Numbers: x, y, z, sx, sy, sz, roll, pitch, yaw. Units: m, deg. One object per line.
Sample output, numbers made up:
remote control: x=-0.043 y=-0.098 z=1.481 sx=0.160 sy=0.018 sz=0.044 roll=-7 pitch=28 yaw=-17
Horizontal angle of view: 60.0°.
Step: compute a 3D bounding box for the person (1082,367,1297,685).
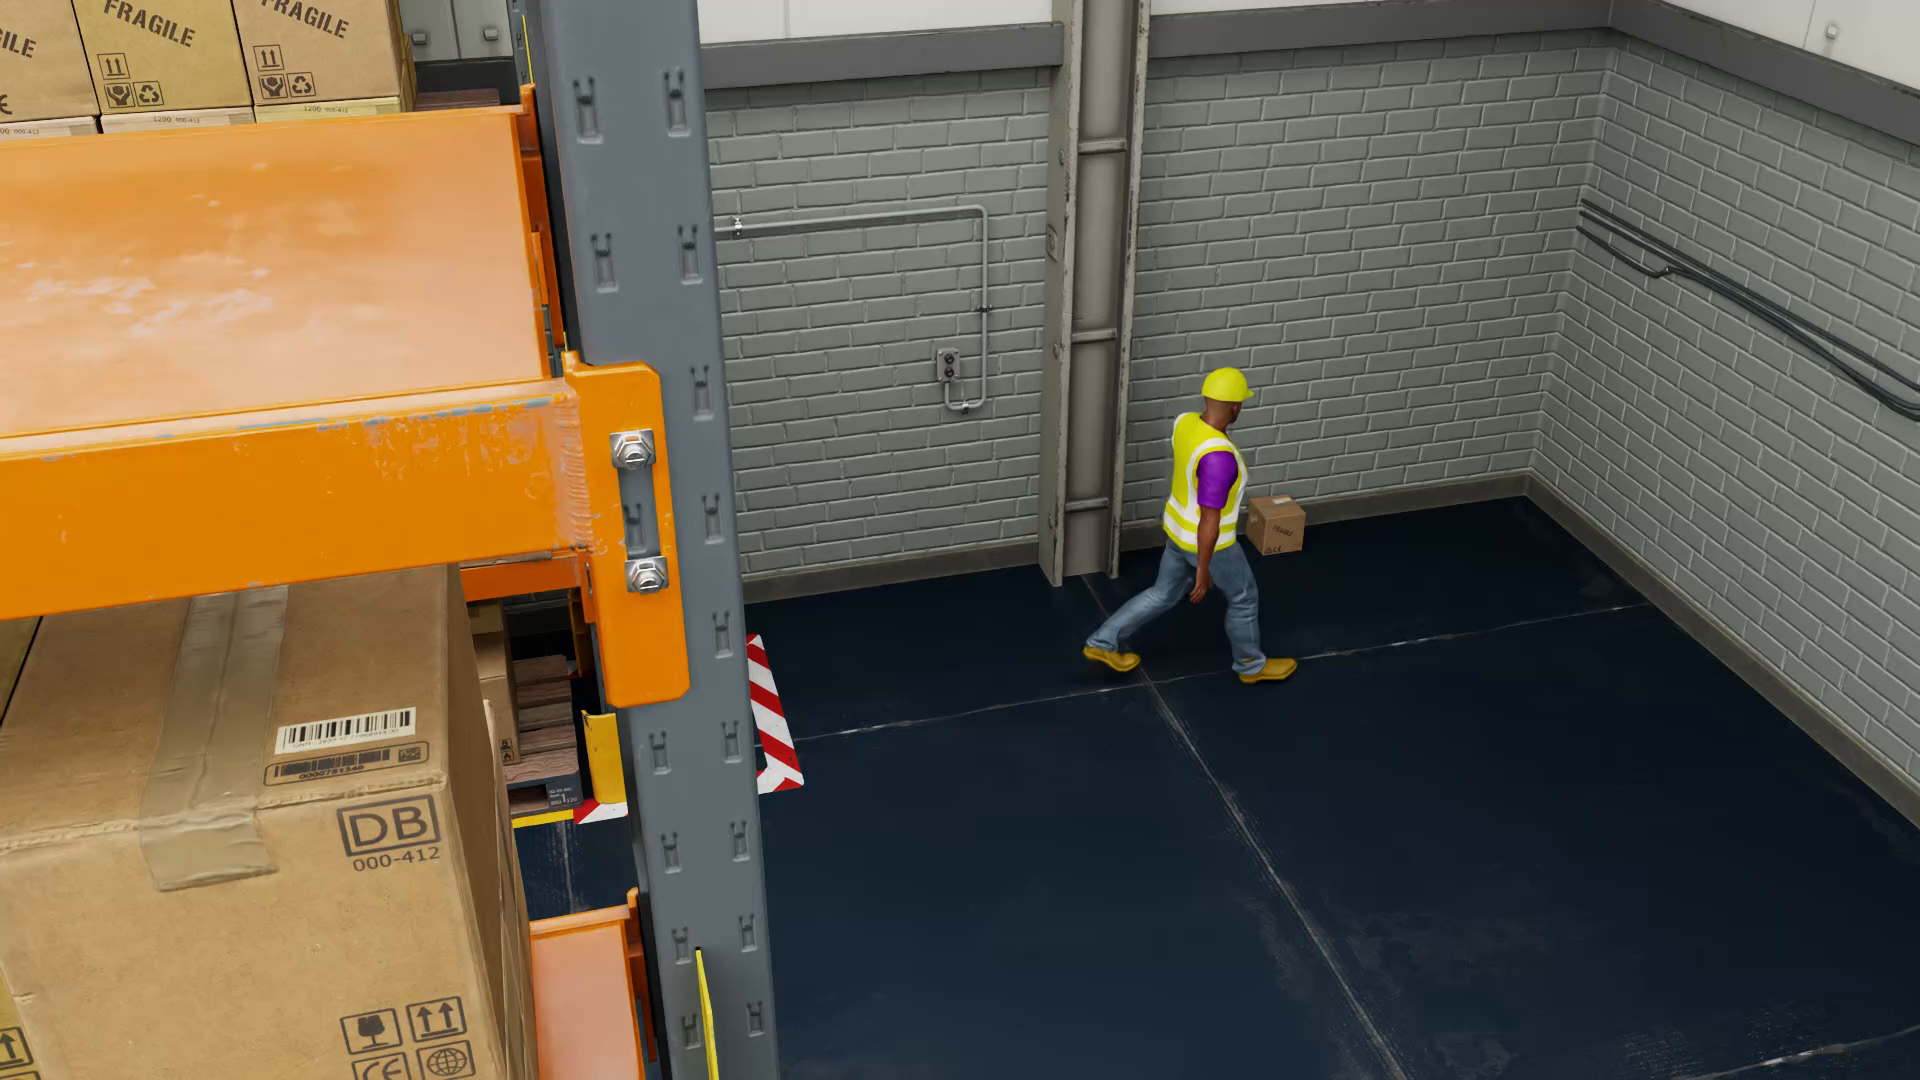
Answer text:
person: x=1.182 y=-0.029 z=8.194 sx=1.080 sy=1.720 sz=0.670 roll=-8 pitch=31 yaw=-13
